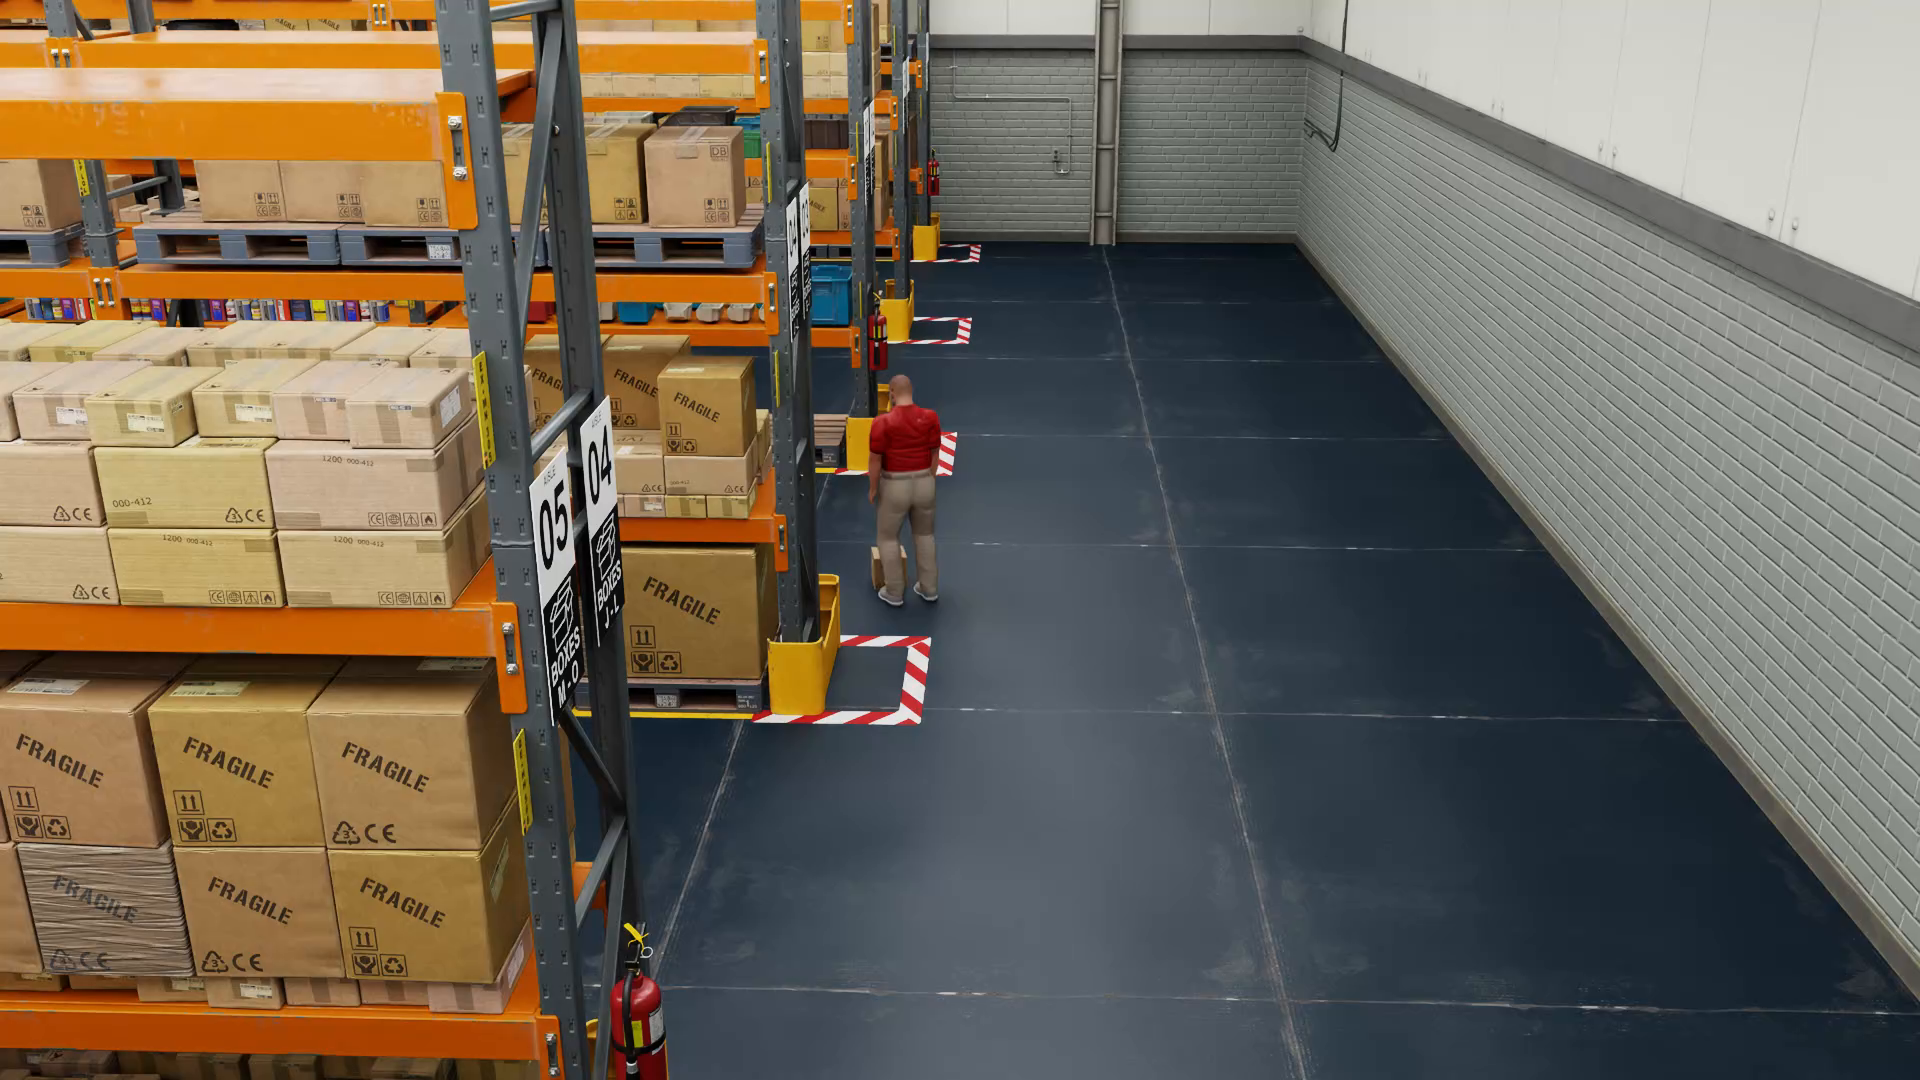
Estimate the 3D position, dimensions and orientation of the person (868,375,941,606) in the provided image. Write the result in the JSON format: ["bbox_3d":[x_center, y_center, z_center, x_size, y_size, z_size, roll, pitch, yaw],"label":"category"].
[{"bbox_3d":[-0.409,-0.357,12.088,0.538,1.712,0.366,-7,22,-18],"label":"person"}]
